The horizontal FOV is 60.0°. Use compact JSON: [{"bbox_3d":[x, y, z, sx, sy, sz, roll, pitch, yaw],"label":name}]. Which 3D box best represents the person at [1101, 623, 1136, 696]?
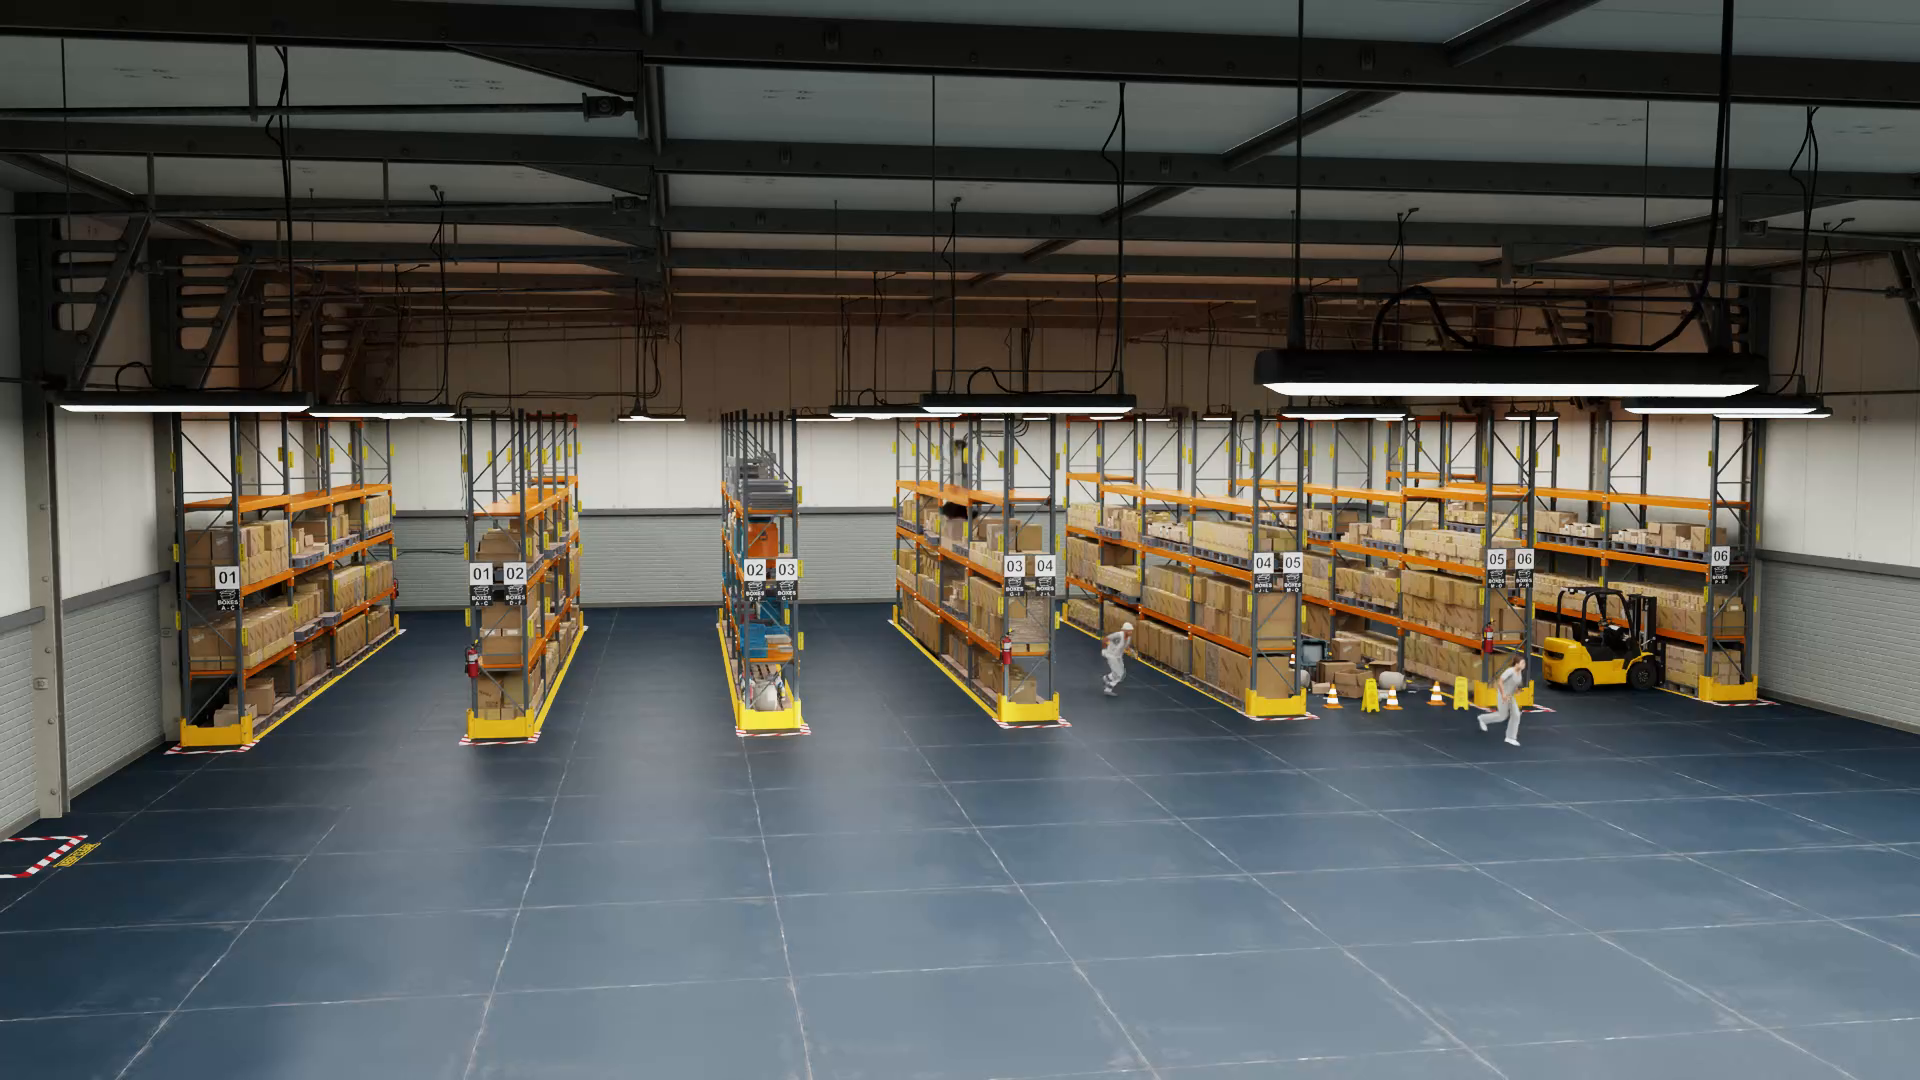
[{"bbox_3d":[3.289,2.504,34.839,0.694,1.591,0.827,-4,6,-45],"label":"person"}]

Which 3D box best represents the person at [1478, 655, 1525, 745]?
[{"bbox_3d":[9.772,2.855,29.984,0.874,1.621,0.566,4,5,42],"label":"person"}]

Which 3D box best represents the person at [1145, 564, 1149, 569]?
[{"bbox_3d":[5.336,1.504,48.665,0.592,1.646,0.633,-4,5,-42],"label":"person"}]

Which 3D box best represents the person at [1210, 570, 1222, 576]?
[{"bbox_3d":[7.786,1.389,50.720,0.827,1.589,0.613,0,4,5],"label":"person"}]
